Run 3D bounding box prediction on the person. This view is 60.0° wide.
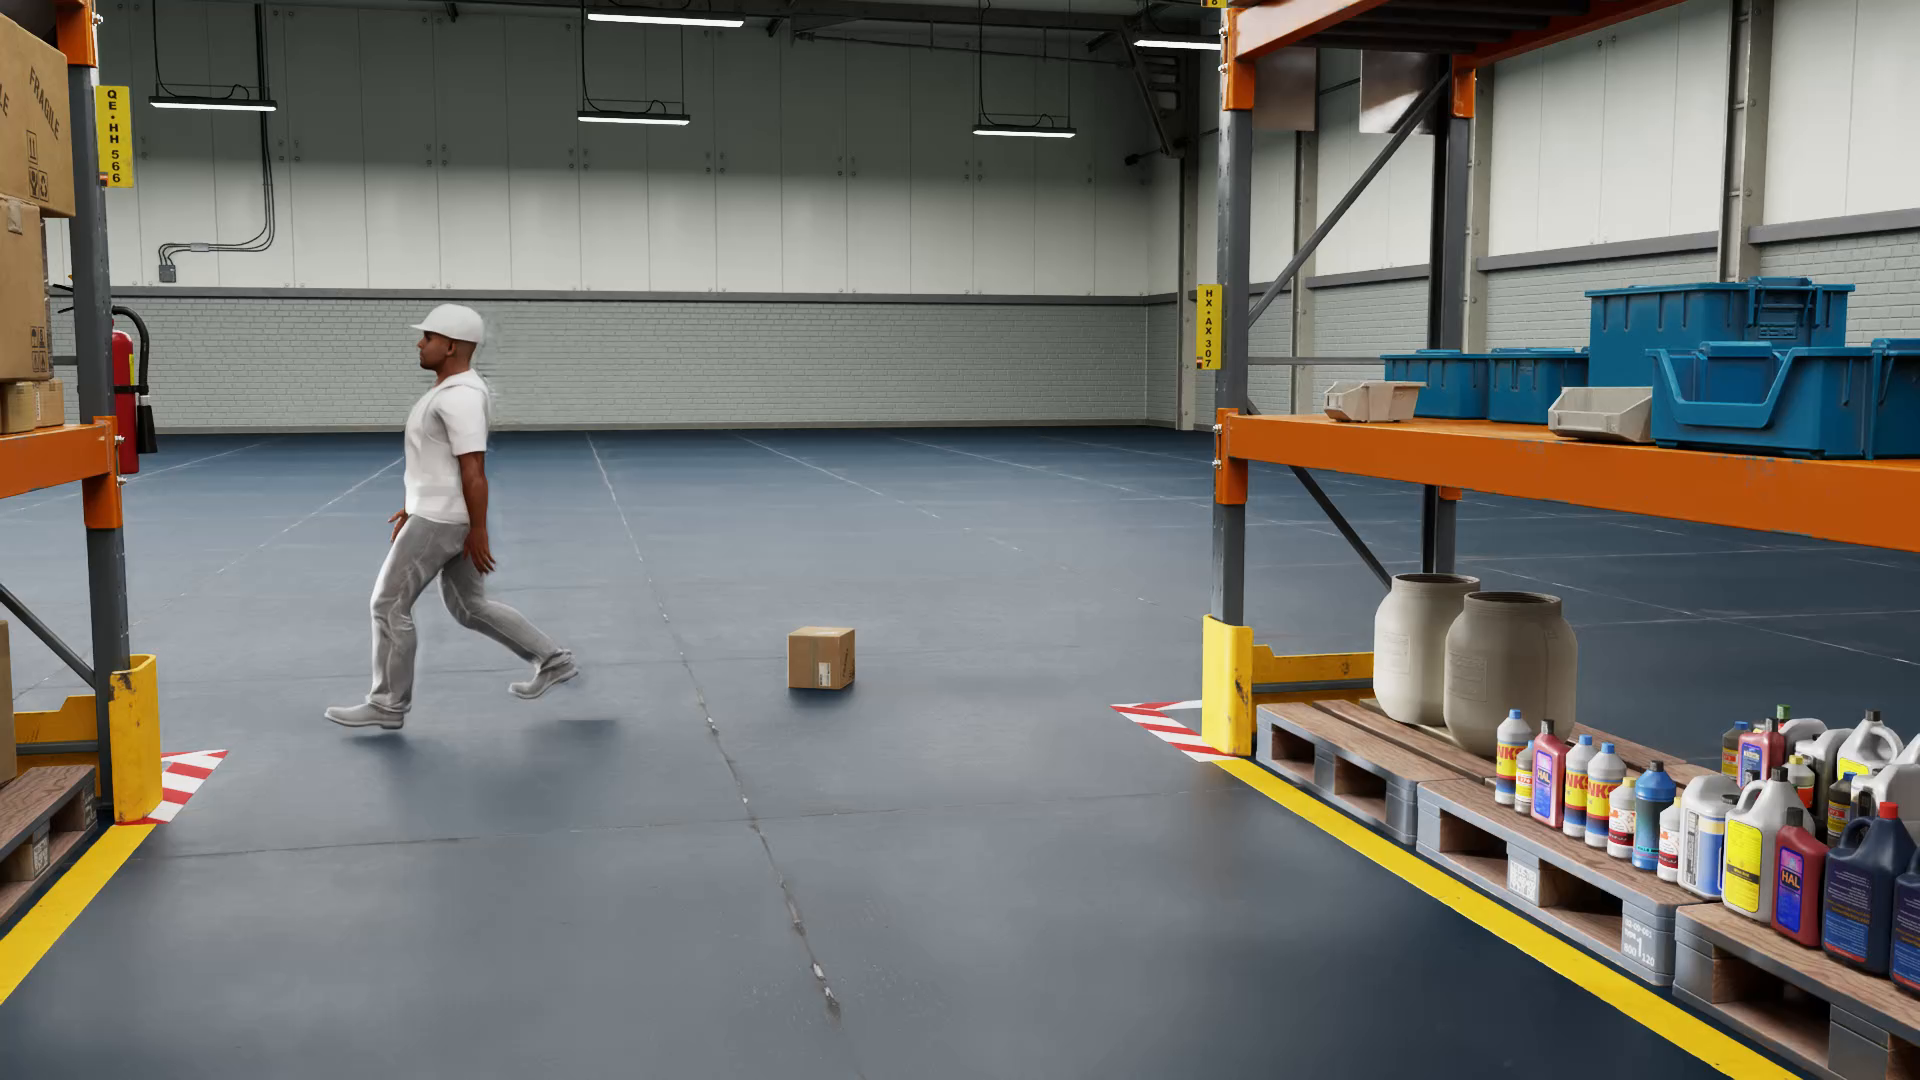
[{"bbox_3d":[-2.096,-0.101,6.822,1.005,1.721,0.569,-1,6,-12],"label":"person"}]
